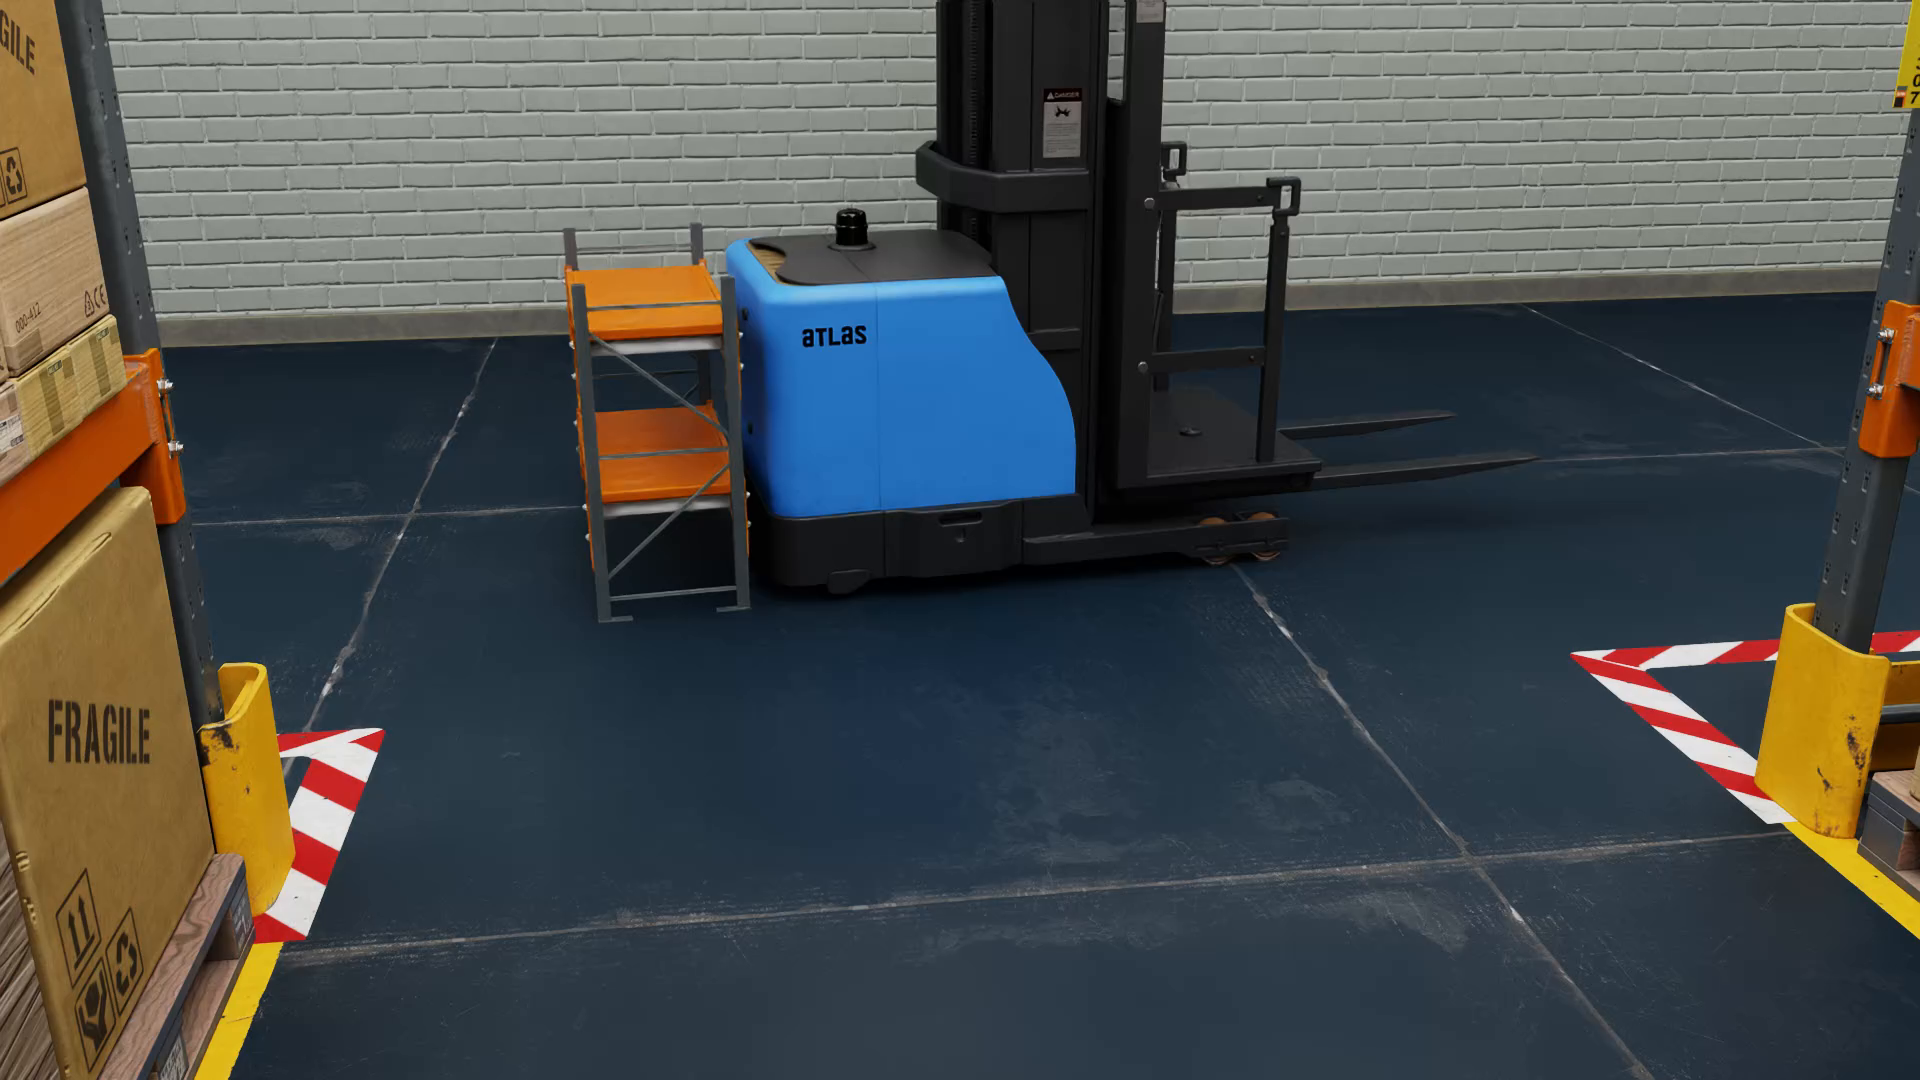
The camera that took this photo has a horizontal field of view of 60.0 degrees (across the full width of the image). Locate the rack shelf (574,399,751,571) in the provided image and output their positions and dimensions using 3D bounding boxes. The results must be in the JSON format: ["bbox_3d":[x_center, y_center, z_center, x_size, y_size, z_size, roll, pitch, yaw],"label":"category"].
[{"bbox_3d":[-1.073,-0.220,5.898,0.538,0.278,1.000,-5,21,-13],"label":"rack shelf"}]

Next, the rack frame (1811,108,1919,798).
[{"bbox_3d":[2.716,-0.763,3.971,1.000,3.000,0.127,-3,21,-8],"label":"rack frame"}]

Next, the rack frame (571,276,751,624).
[{"bbox_3d":[-0.950,-0.277,5.350,0.500,1.125,0.032,-5,21,-13],"label":"rack frame"}]

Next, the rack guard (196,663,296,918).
[{"bbox_3d":[-2.211,0.615,3.855,1.175,0.500,0.348,-3,21,-8],"label":"rack guard"}]

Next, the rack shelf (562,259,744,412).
[{"bbox_3d":[-1.073,-0.724,5.710,0.538,0.278,1.000,-5,21,-13],"label":"rack shelf"}]

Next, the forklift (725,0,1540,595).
[{"bbox_3d":[0.701,-1.457,5.929,3.031,2.935,1.130,-5,21,-14],"label":"forklift"}]

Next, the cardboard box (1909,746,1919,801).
[{"bbox_3d":[2.474,0.574,3.868,0.380,0.149,0.250,-2,21,-7],"label":"cardboard box"}]

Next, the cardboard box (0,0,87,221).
[{"bbox_3d":[-1.877,-0.813,2.822,0.500,0.500,0.500,-3,21,-7],"label":"cardboard box"}]

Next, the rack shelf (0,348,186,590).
[{"bbox_3d":[-1.919,0.482,1.667,1.077,0.370,4.000,-3,21,-8],"label":"rack shelf"}]

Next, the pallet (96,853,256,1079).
[{"bbox_3d":[-2.014,1.032,3.152,1.003,0.211,1.213,-3,21,-8],"label":"pallet"}]

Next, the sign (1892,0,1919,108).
[{"bbox_3d":[2.179,-1.141,3.746,0.100,0.325,0.005,-3,21,-8],"label":"sign"}]

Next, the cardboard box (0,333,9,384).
[{"bbox_3d":[-1.802,-0.287,2.486,0.500,0.250,0.500,-3,21,-9],"label":"cardboard box"}]

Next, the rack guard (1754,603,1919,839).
[{"bbox_3d":[2.727,0.435,4.338,1.175,0.500,0.348,-3,21,-8],"label":"rack guard"}]

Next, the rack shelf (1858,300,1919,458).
[{"bbox_3d":[3.004,0.267,2.243,1.077,0.370,4.000,-3,21,-8],"label":"rack shelf"}]

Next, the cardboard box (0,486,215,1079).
[{"bbox_3d":[-2.036,0.469,3.111,0.875,0.875,0.875,-3,21,-8],"label":"cardboard box"}]

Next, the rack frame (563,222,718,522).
[{"bbox_3d":[-1.196,-0.622,6.274,0.500,1.125,0.032,-5,21,-13],"label":"rack frame"}]

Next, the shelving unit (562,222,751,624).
[{"bbox_3d":[-1.073,-0.450,5.812,0.538,1.125,1.048,-5,21,-13],"label":"shelving unit"}]

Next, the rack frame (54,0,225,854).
[{"bbox_3d":[-2.207,-0.548,3.395,1.000,3.000,0.127,-3,21,-8],"label":"rack frame"}]

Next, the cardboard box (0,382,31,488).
[{"bbox_3d":[-1.756,-0.146,2.679,0.380,0.149,0.250,-3,21,-8],"label":"cardboard box"}]

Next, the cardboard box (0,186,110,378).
[{"bbox_3d":[-1.875,-0.462,2.956,0.500,0.250,0.500,-3,21,-9],"label":"cardboard box"}]

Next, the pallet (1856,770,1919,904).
[{"bbox_3d":[2.809,0.853,3.631,1.003,0.211,1.213,-3,21,-8],"label":"pallet"}]

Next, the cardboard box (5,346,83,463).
[{"bbox_3d":[-1.791,-0.233,2.913,0.380,0.149,0.250,-3,21,-7],"label":"cardboard box"}]

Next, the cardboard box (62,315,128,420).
[{"bbox_3d":[-1.830,-0.323,3.154,0.380,0.149,0.250,-3,21,-7],"label":"cardboard box"}]
